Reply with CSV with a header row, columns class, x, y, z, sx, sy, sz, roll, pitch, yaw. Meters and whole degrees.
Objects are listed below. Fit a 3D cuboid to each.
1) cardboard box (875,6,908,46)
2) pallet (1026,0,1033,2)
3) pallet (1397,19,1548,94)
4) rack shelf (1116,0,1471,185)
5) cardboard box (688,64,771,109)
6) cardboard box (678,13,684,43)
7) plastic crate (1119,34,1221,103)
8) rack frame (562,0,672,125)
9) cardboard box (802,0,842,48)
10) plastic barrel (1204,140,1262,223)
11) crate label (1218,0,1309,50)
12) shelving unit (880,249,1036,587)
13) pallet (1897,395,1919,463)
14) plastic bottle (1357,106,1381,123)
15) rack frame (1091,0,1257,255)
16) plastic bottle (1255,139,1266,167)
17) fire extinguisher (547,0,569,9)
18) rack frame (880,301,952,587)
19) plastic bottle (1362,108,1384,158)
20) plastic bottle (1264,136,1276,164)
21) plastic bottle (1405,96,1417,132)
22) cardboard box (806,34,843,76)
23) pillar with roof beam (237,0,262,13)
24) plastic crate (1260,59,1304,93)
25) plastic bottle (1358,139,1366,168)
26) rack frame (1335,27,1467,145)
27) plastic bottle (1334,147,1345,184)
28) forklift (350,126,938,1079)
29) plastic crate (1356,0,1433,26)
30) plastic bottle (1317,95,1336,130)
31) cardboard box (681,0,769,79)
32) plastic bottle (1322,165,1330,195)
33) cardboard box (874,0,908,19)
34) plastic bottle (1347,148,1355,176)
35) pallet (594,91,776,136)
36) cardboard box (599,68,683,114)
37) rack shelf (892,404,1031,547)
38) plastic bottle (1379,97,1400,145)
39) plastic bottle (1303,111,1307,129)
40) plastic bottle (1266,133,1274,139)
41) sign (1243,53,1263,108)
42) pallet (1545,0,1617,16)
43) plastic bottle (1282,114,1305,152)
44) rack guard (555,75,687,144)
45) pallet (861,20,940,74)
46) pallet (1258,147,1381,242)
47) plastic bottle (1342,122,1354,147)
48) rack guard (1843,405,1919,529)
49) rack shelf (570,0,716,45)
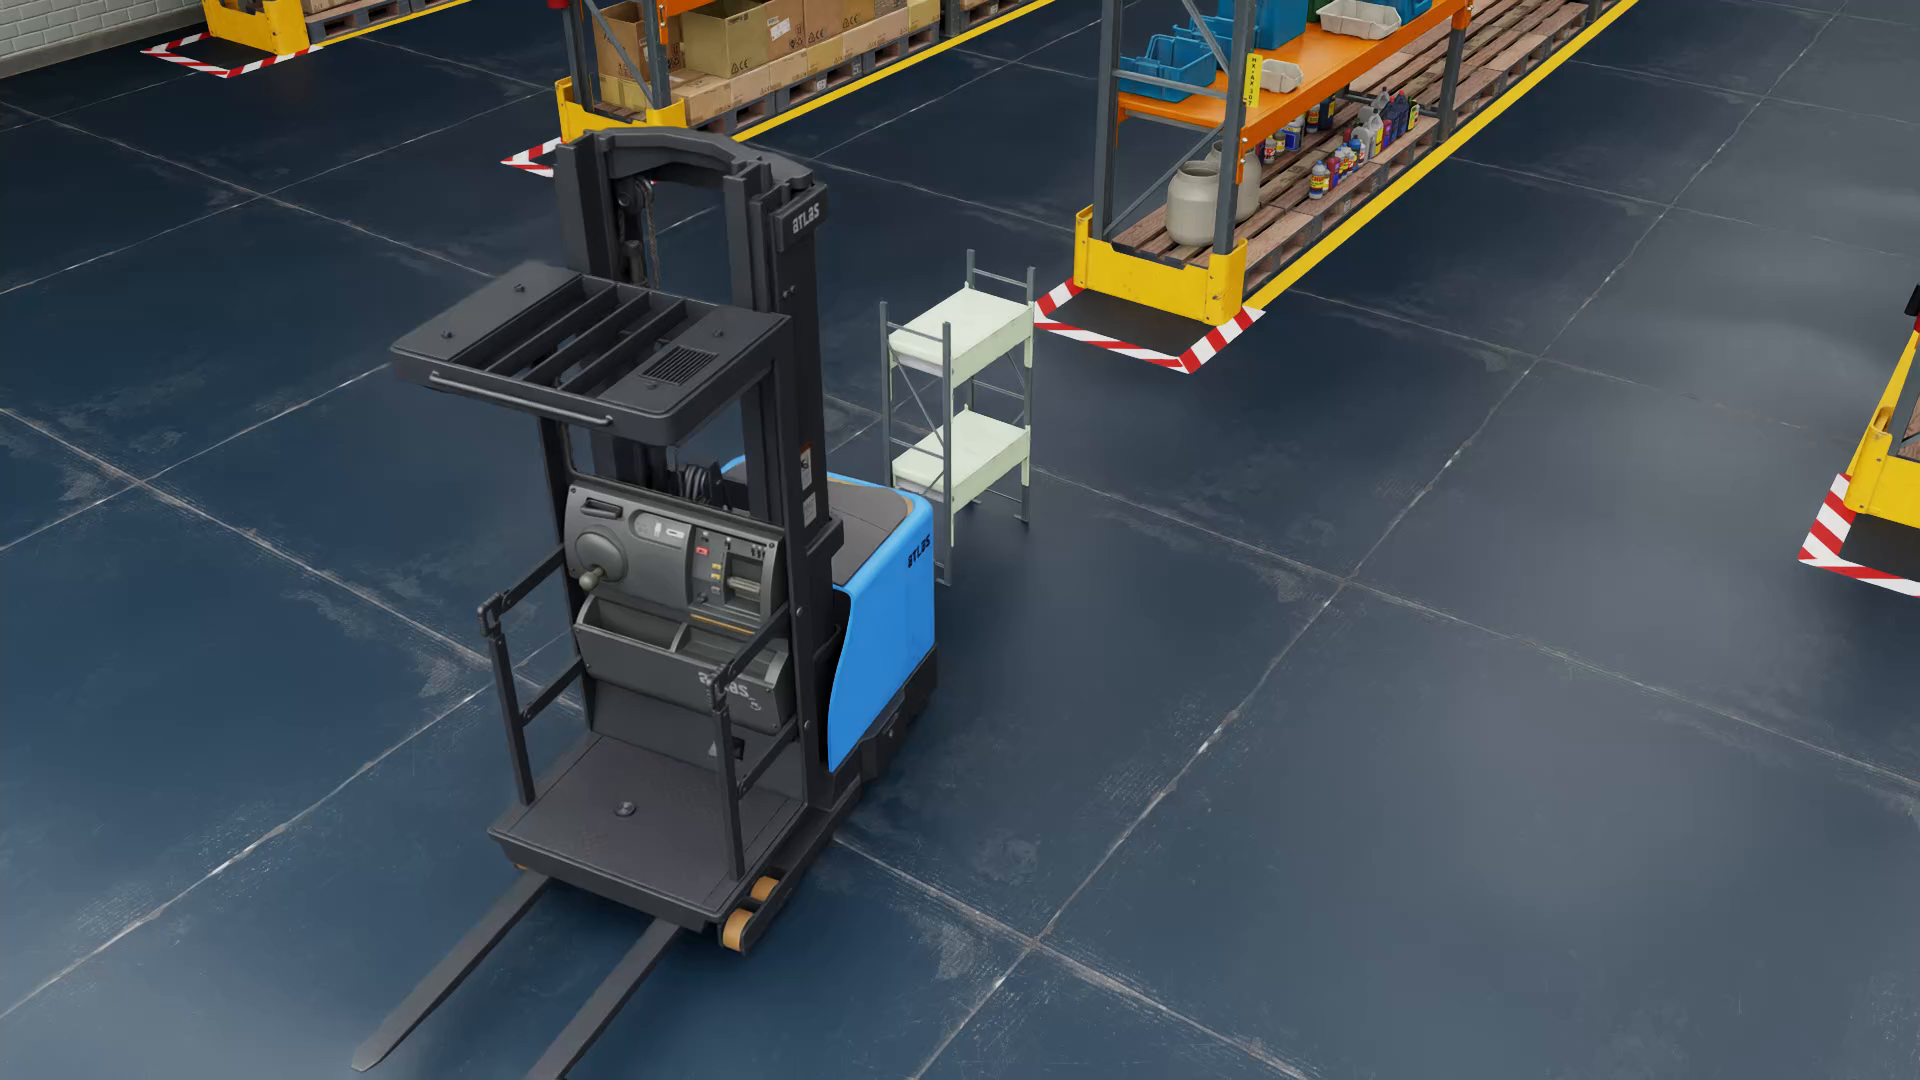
class,x,y,z,sx,sy,sz,roll,pitch,yaw
cardboard box,-0.829,-4.813,15.445,0.500,0.250,0.500,21,39,28
pallet,0.632,-6.049,17.681,1.003,0.211,1.213,21,39,28
pallet,4.727,-4.487,15.372,1.003,0.211,1.213,21,39,28
rack shelf,2.476,-3.486,12.045,1.077,0.370,4.000,21,39,28
cardboard box,-1.961,-3.890,14.079,0.500,0.250,0.500,21,39,28
cardboard box,-2.112,-4.600,14.460,0.500,0.500,0.500,21,39,28
plastic crate,1.375,-3.128,11.006,0.499,0.251,0.616,21,39,28
rack frame,-2.731,-4.448,12.825,1.000,3.000,0.127,21,39,28
cardboard box,-1.385,-4.658,14.547,0.500,0.500,0.500,21,39,28
plastic barrel,1.934,-2.565,11.887,0.421,0.512,0.421,0,34,0
crate label,2.163,-3.812,11.853,0.502,0.435,0.616,21,39,28
shelving unit,-0.004,-0.618,8.501,0.431,1.500,0.755,21,39,28
pallet,5.940,-0.524,9.512,1.003,0.211,1.213,21,39,28
plastic bottle,3.241,-3.317,13.192,0.152,0.276,0.135,21,39,28
rack frame,1.336,-2.864,10.483,1.000,3.000,0.127,21,39,28
plastic bottle,2.277,-2.979,12.686,0.061,0.283,0.133,21,39,28
fire extinguisher,-3.180,-4.509,12.985,0.296,0.674,0.183,21,39,28
rack frame,-0.212,-0.450,8.252,0.400,1.500,0.023,21,39,28
plastic bottle,3.192,-3.164,12.899,0.144,0.351,0.185,21,39,28
plastic bottle,2.381,-3.012,12.807,0.097,0.201,0.097,0,34,0
plastic bottle,3.613,-3.435,13.359,0.061,0.283,0.133,23,41,30
cardboard box,-1.386,-4.348,14.757,0.500,0.250,0.500,21,39,28
pillar with roof beam,-3.578,-7.737,12.333,9.100,9.000,0.400,21,39,28
plastic crate,2.110,-3.064,11.013,0.298,0.136,0.250,21,39,28
plastic bottle,3.052,-2.966,12.738,0.097,0.201,0.097,0,34,0
rack frame,3.616,-4.704,13.205,1.000,3.000,0.127,21,39,28
plastic bottle,2.821,-2.808,12.443,0.097,0.271,0.097,0,34,0
forklift,-1.187,0.122,6.129,1.130,2.935,3.031,15,37,21
plastic crate,3.208,-4.047,12.365,0.499,0.251,0.616,21,39,28
plastic bottle,2.934,-3.504,13.402,0.144,0.351,0.185,21,39,28
cardboard box,-1.959,-4.200,13.868,0.500,0.500,0.500,21,39,28
plastic bottle,2.685,-2.669,12.300,0.097,0.201,0.097,0,34,0
cardboard box,-0.830,-5.124,15.236,0.500,0.500,0.500,21,39,28
plastic bottle,2.934,-2.871,12.599,0.097,0.201,0.097,0,34,0
pallet,-2.330,-3.658,14.146,1.003,0.211,1.213,21,39,28
cardboard box,-2.668,-3.824,13.982,0.500,0.250,0.500,21,39,28
rack shelf,-0.004,-0.348,8.684,0.431,0.370,0.720,21,39,28
plastic bottle,3.377,-3.313,13.118,0.144,0.351,0.185,19,39,26
plastic bottle,2.708,-3.464,13.342,0.144,0.351,0.185,20,39,26
plastic bottle,2.359,-3.182,12.926,0.144,0.351,0.185,23,40,30
sign,1.785,-2.801,10.142,0.100,0.325,0.005,21,39,28
pallet,6.312,-5.766,17.264,1.003,0.211,1.213,21,39,28
plastic bottle,2.601,-3.201,13.020,0.152,0.276,0.135,21,39,28
rack guard,-2.745,-3.401,13.509,1.175,0.500,0.348,21,39,28
pallet,-0.939,-4.781,15.806,1.003,0.211,1.213,21,39,28
pallet,2.504,-2.690,12.715,1.003,0.211,1.213,21,39,28
plastic bottle,3.009,-3.096,12.859,0.061,0.283,0.133,21,39,28
rack guard,5.448,-0.281,8.895,1.175,0.500,0.348,21,39,28
rack shelf,-1.591,-5.070,14.387,1.077,0.370,4.000,21,39,28
